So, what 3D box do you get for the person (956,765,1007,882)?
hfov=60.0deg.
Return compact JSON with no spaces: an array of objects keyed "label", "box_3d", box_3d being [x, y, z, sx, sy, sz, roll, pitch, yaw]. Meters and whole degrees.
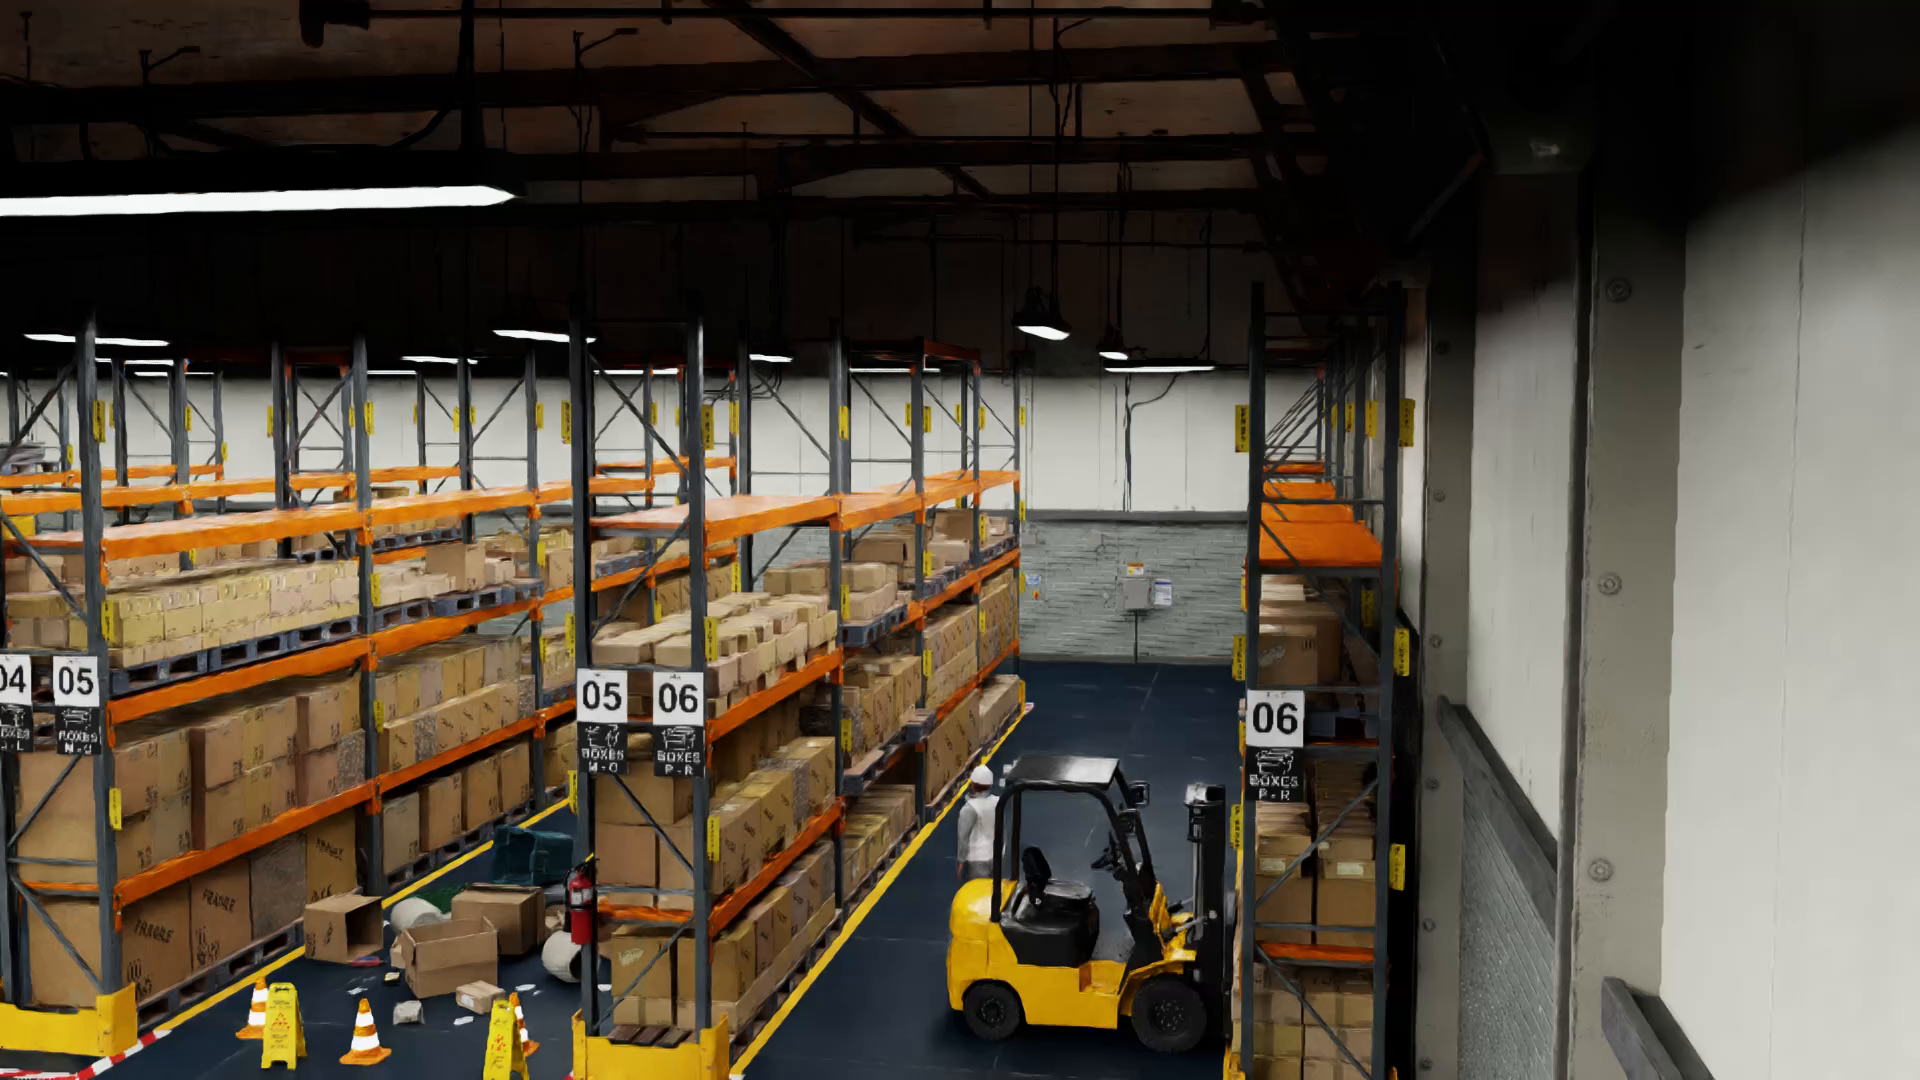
[{"label":"person","box_3d":[0.187,3.000,15.738,0.576,1.768,0.626,4,6,41]}]
